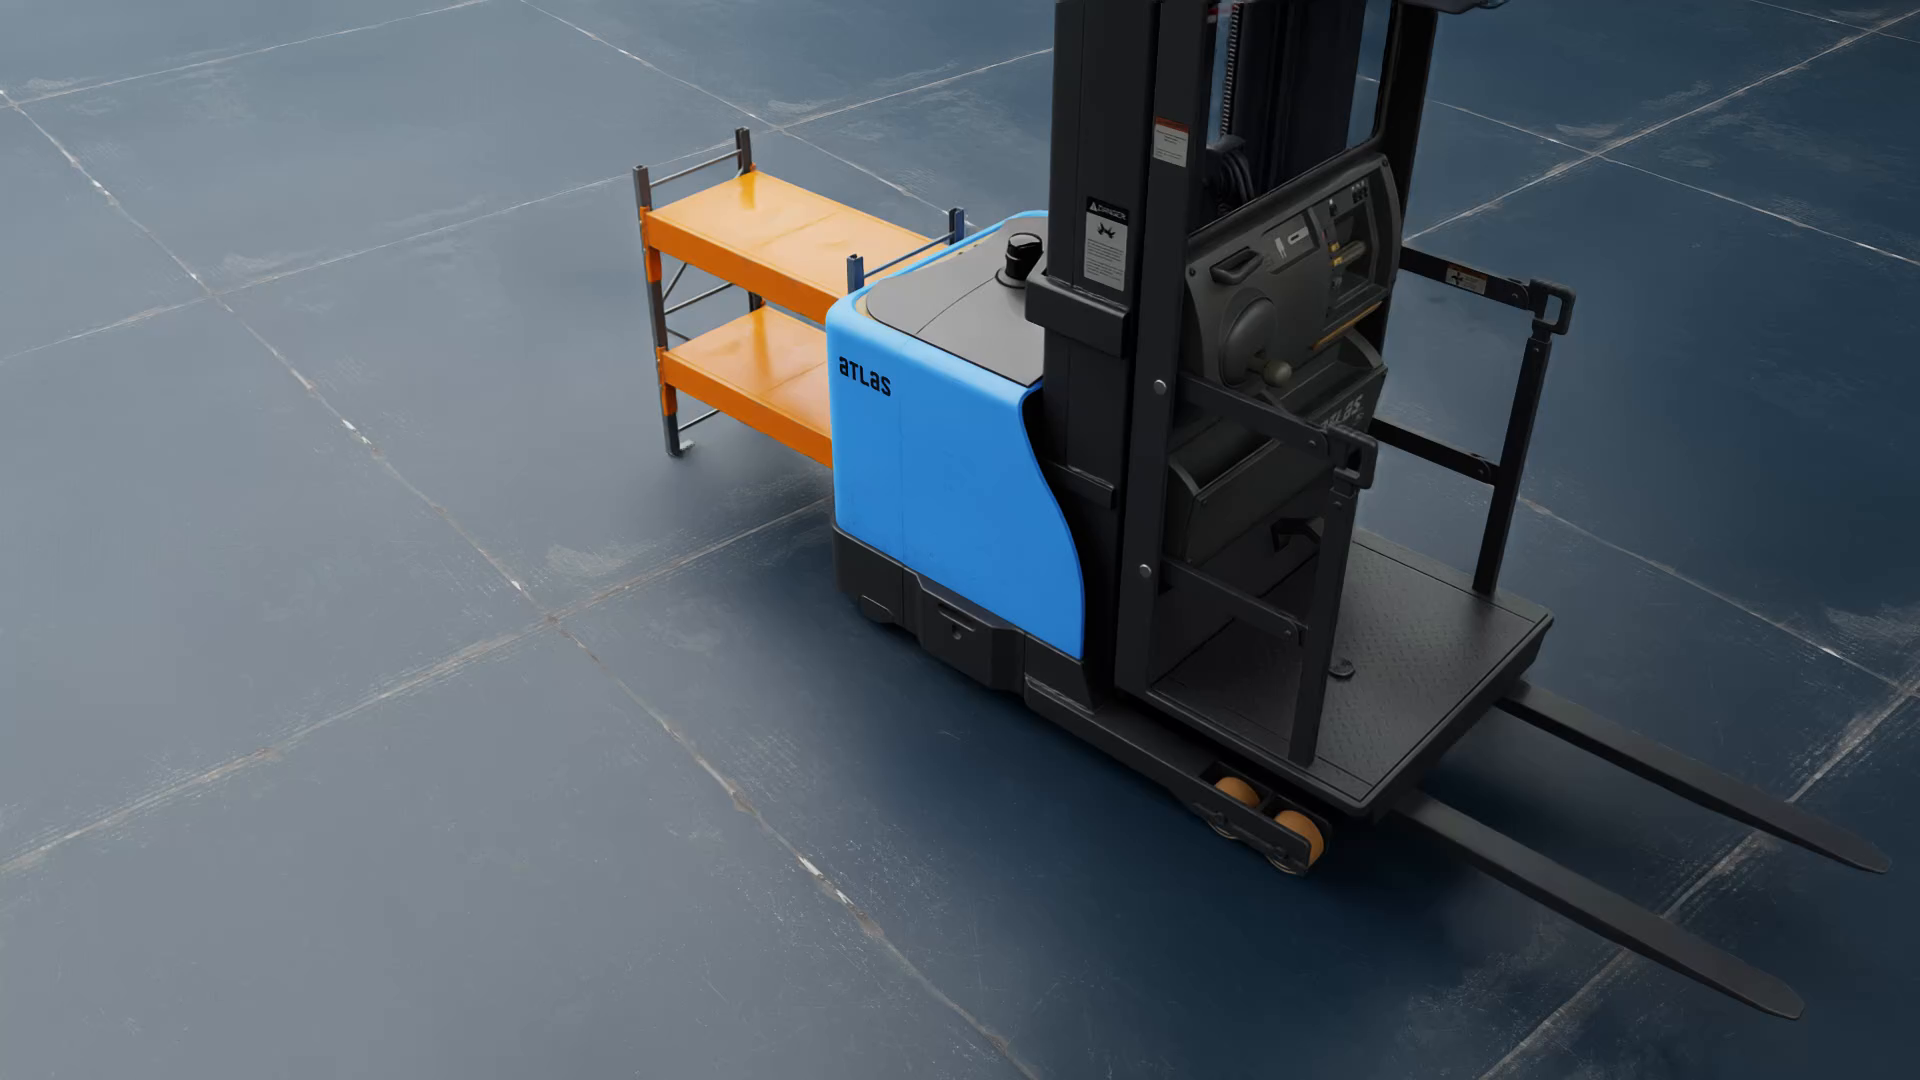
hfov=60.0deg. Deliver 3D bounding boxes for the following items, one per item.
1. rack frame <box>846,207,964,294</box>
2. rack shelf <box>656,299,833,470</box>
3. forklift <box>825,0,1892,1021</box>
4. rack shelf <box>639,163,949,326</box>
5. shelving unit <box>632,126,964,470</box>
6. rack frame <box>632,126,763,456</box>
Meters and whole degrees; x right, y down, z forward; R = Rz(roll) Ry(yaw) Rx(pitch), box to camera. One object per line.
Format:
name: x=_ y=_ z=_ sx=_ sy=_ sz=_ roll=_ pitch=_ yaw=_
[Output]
rack frame: x=-0.164 y=-0.493 z=5.473 sx=0.032 sy=1.125 sz=0.500 roll=28 pitch=44 yaw=33
rack shelf: x=-0.541 y=-0.490 z=5.892 sx=1.000 sy=0.278 sz=0.538 roll=28 pitch=44 yaw=33
forklift: x=1.019 y=-0.643 z=4.123 sx=3.031 sy=2.935 sz=1.130 roll=28 pitch=44 yaw=33
rack shelf: x=-0.541 y=-0.929 z=5.582 sx=1.000 sy=0.278 sz=0.538 roll=28 pitch=44 yaw=33
shelving unit: x=-0.541 y=-0.690 z=5.751 sx=1.048 sy=1.125 sz=0.538 roll=28 pitch=44 yaw=33
rack frame: x=-0.918 y=-0.887 z=6.029 sx=0.032 sy=1.125 sz=0.500 roll=28 pitch=44 yaw=33
